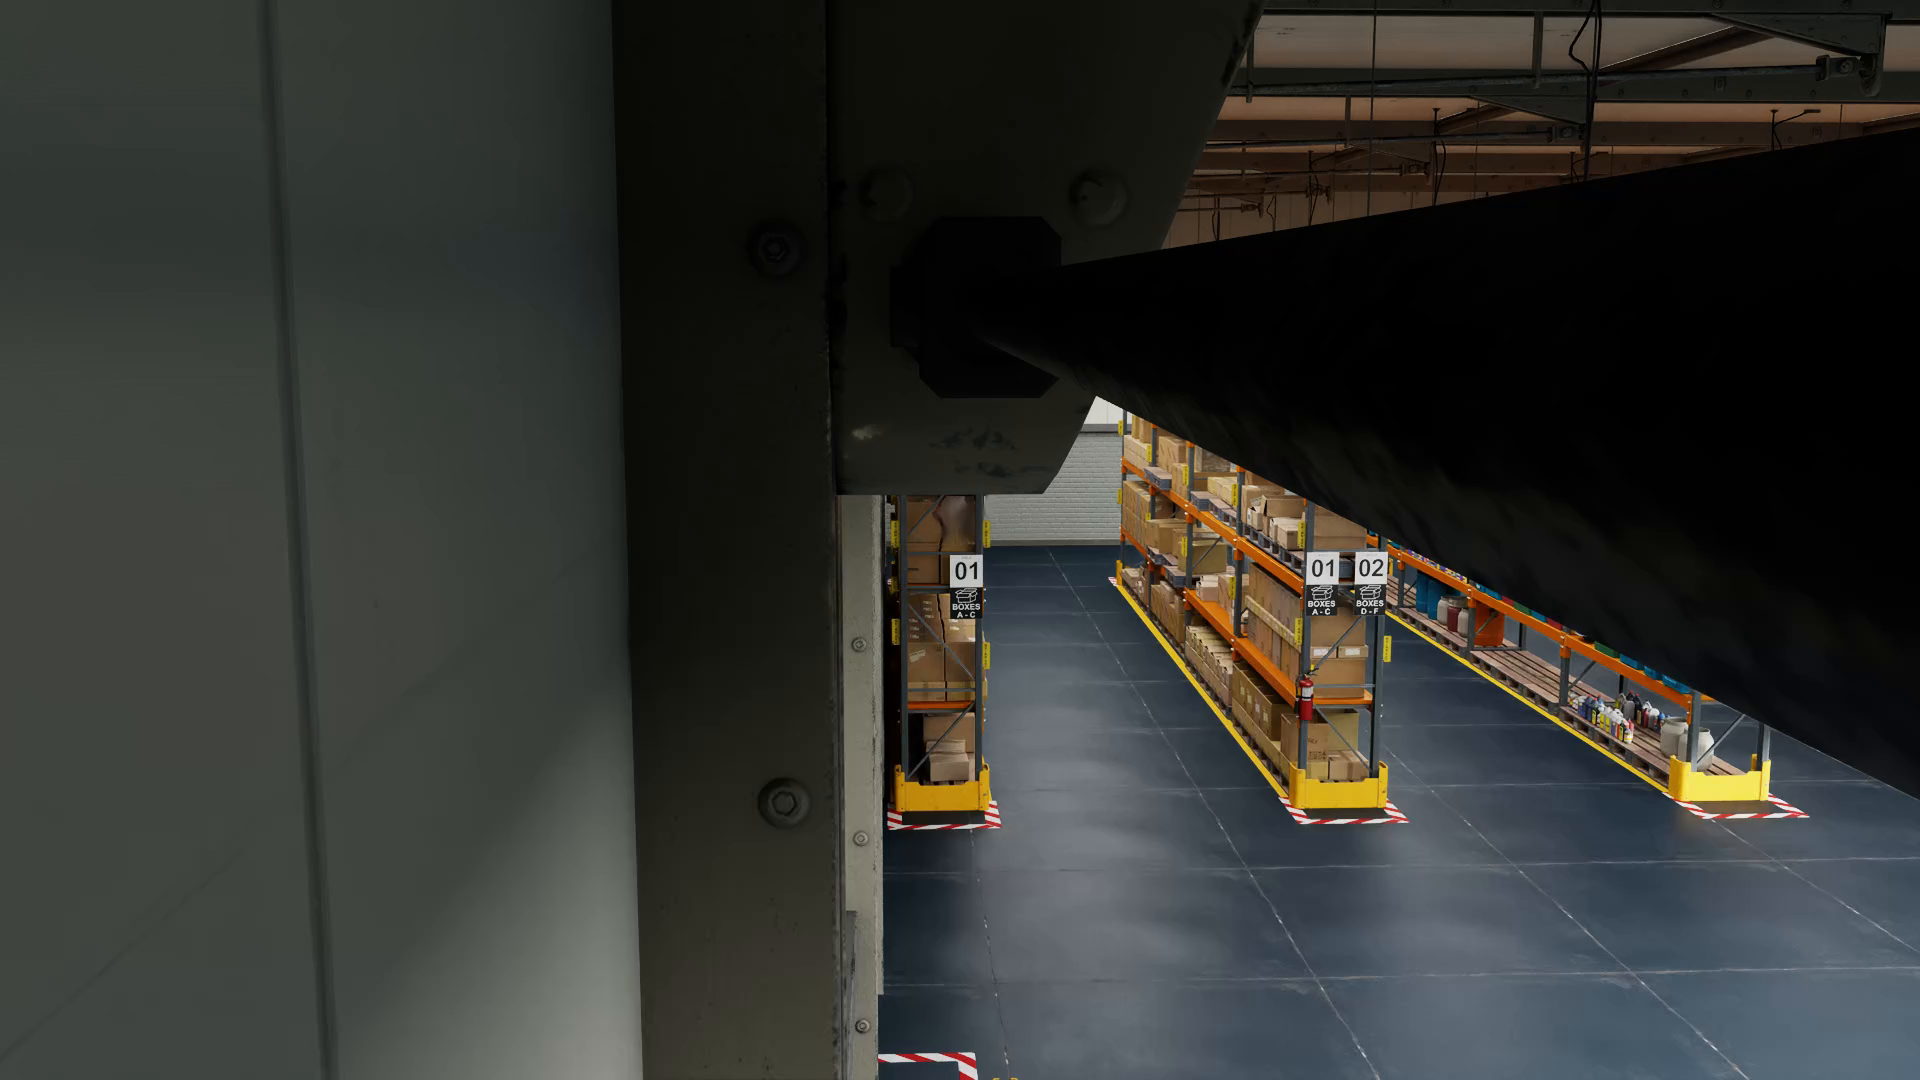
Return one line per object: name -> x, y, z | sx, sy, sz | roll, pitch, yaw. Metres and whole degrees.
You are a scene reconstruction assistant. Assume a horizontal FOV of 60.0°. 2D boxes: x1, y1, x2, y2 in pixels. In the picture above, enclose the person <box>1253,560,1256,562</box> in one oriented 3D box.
person -> 6.218, 0.521, 34.013 | 0.611, 1.634, 0.524 | -2, 9, -14
